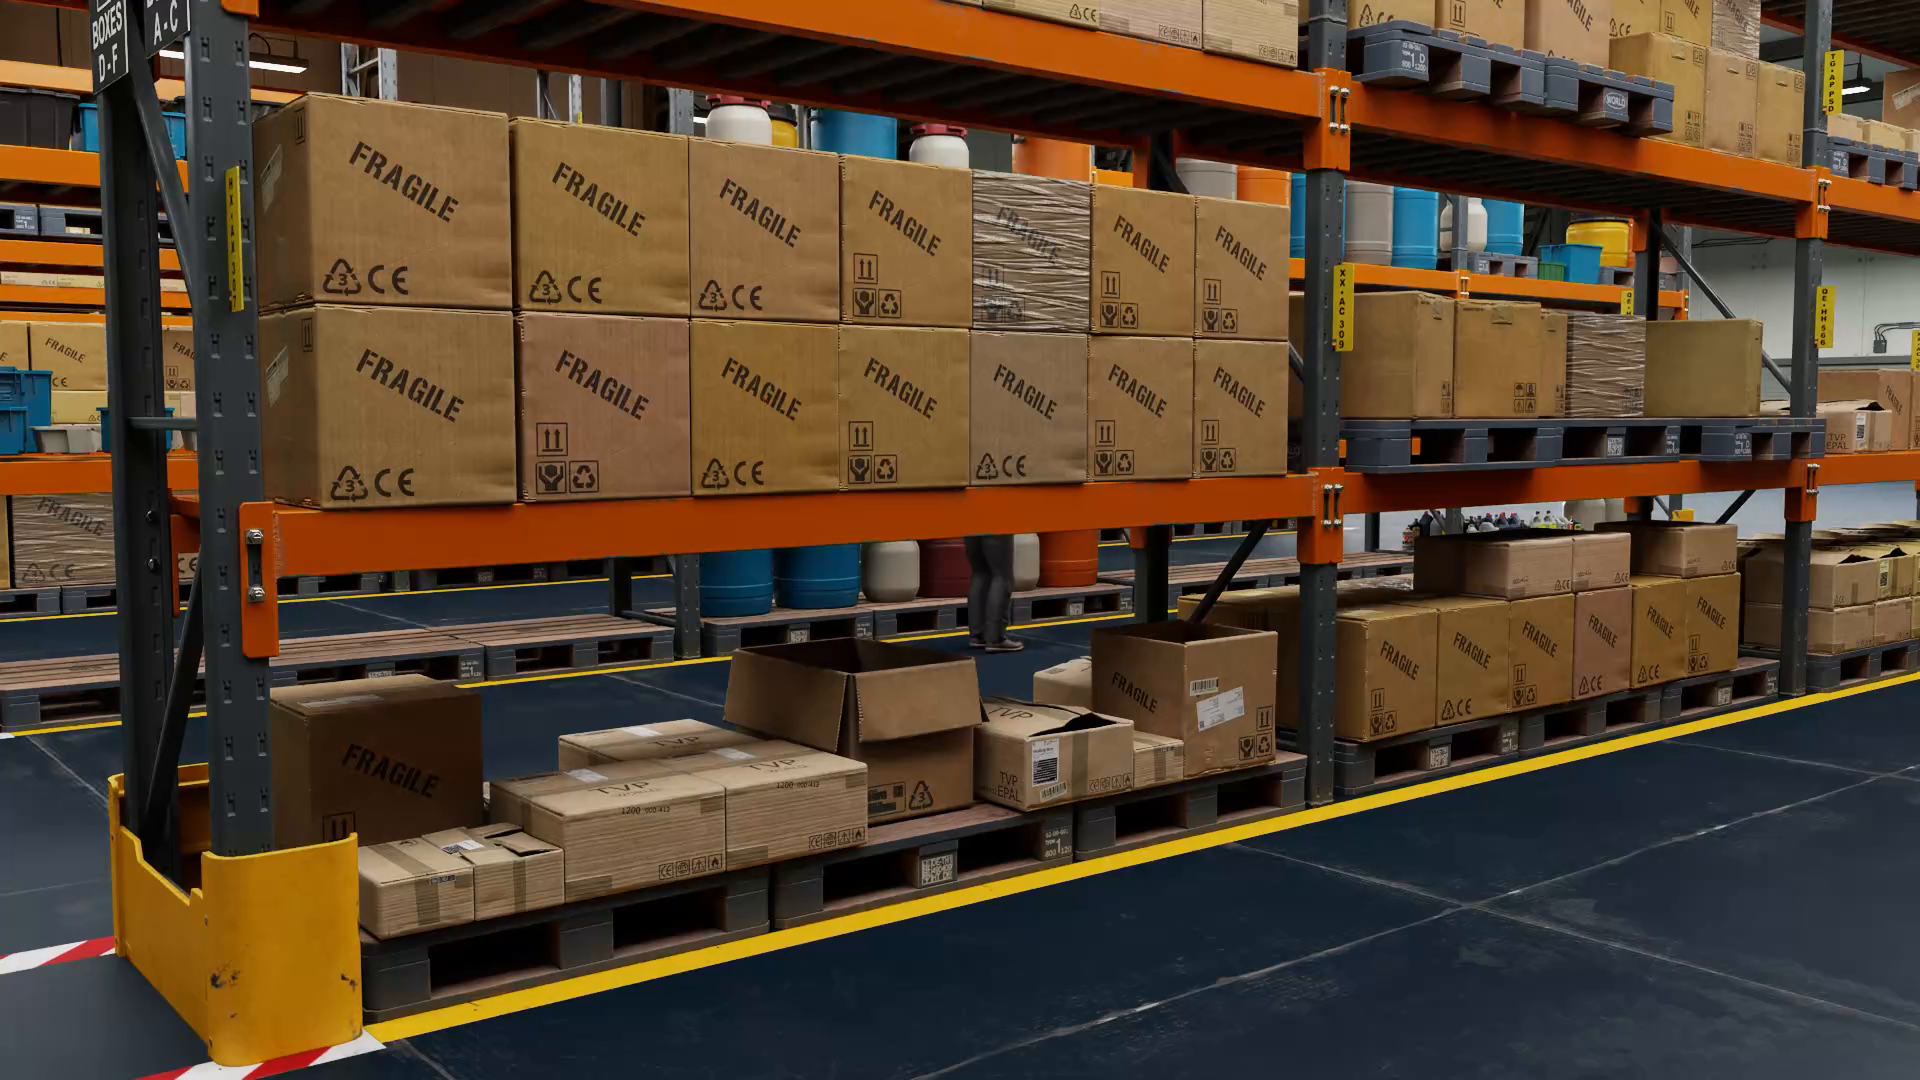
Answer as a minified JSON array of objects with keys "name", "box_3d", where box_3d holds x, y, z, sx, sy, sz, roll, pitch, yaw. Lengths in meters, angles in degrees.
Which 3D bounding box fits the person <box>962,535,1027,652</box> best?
[{"name":"person","box_3d":[0.208,-0.118,10.767,0.418,1.663,0.475,-4,6,-40]}]
